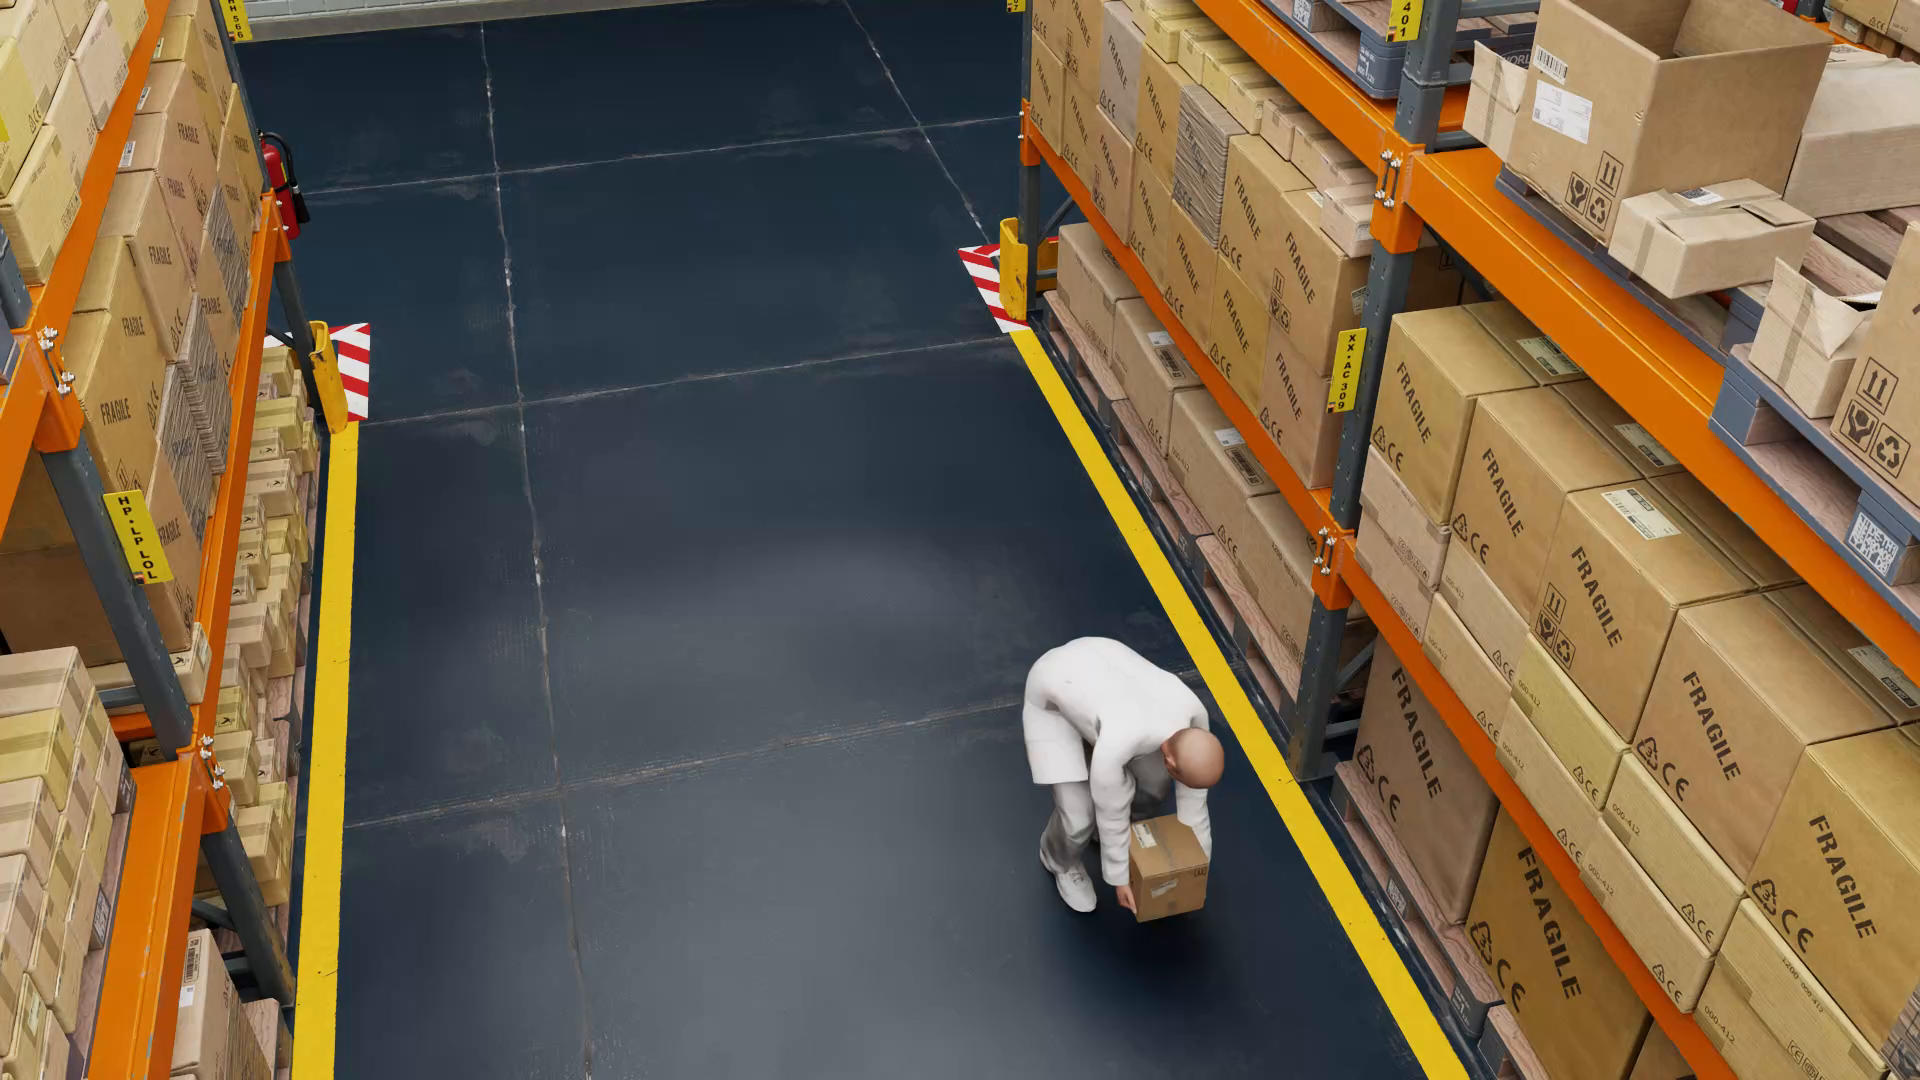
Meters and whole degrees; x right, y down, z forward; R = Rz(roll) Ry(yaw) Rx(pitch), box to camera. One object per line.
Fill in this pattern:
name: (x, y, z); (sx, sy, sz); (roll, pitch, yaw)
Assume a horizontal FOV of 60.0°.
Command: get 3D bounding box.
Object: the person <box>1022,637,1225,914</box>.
person: (0.592, 0.910, 6.069); (0.581, 1.142, 0.936); (-21, 42, -25)
